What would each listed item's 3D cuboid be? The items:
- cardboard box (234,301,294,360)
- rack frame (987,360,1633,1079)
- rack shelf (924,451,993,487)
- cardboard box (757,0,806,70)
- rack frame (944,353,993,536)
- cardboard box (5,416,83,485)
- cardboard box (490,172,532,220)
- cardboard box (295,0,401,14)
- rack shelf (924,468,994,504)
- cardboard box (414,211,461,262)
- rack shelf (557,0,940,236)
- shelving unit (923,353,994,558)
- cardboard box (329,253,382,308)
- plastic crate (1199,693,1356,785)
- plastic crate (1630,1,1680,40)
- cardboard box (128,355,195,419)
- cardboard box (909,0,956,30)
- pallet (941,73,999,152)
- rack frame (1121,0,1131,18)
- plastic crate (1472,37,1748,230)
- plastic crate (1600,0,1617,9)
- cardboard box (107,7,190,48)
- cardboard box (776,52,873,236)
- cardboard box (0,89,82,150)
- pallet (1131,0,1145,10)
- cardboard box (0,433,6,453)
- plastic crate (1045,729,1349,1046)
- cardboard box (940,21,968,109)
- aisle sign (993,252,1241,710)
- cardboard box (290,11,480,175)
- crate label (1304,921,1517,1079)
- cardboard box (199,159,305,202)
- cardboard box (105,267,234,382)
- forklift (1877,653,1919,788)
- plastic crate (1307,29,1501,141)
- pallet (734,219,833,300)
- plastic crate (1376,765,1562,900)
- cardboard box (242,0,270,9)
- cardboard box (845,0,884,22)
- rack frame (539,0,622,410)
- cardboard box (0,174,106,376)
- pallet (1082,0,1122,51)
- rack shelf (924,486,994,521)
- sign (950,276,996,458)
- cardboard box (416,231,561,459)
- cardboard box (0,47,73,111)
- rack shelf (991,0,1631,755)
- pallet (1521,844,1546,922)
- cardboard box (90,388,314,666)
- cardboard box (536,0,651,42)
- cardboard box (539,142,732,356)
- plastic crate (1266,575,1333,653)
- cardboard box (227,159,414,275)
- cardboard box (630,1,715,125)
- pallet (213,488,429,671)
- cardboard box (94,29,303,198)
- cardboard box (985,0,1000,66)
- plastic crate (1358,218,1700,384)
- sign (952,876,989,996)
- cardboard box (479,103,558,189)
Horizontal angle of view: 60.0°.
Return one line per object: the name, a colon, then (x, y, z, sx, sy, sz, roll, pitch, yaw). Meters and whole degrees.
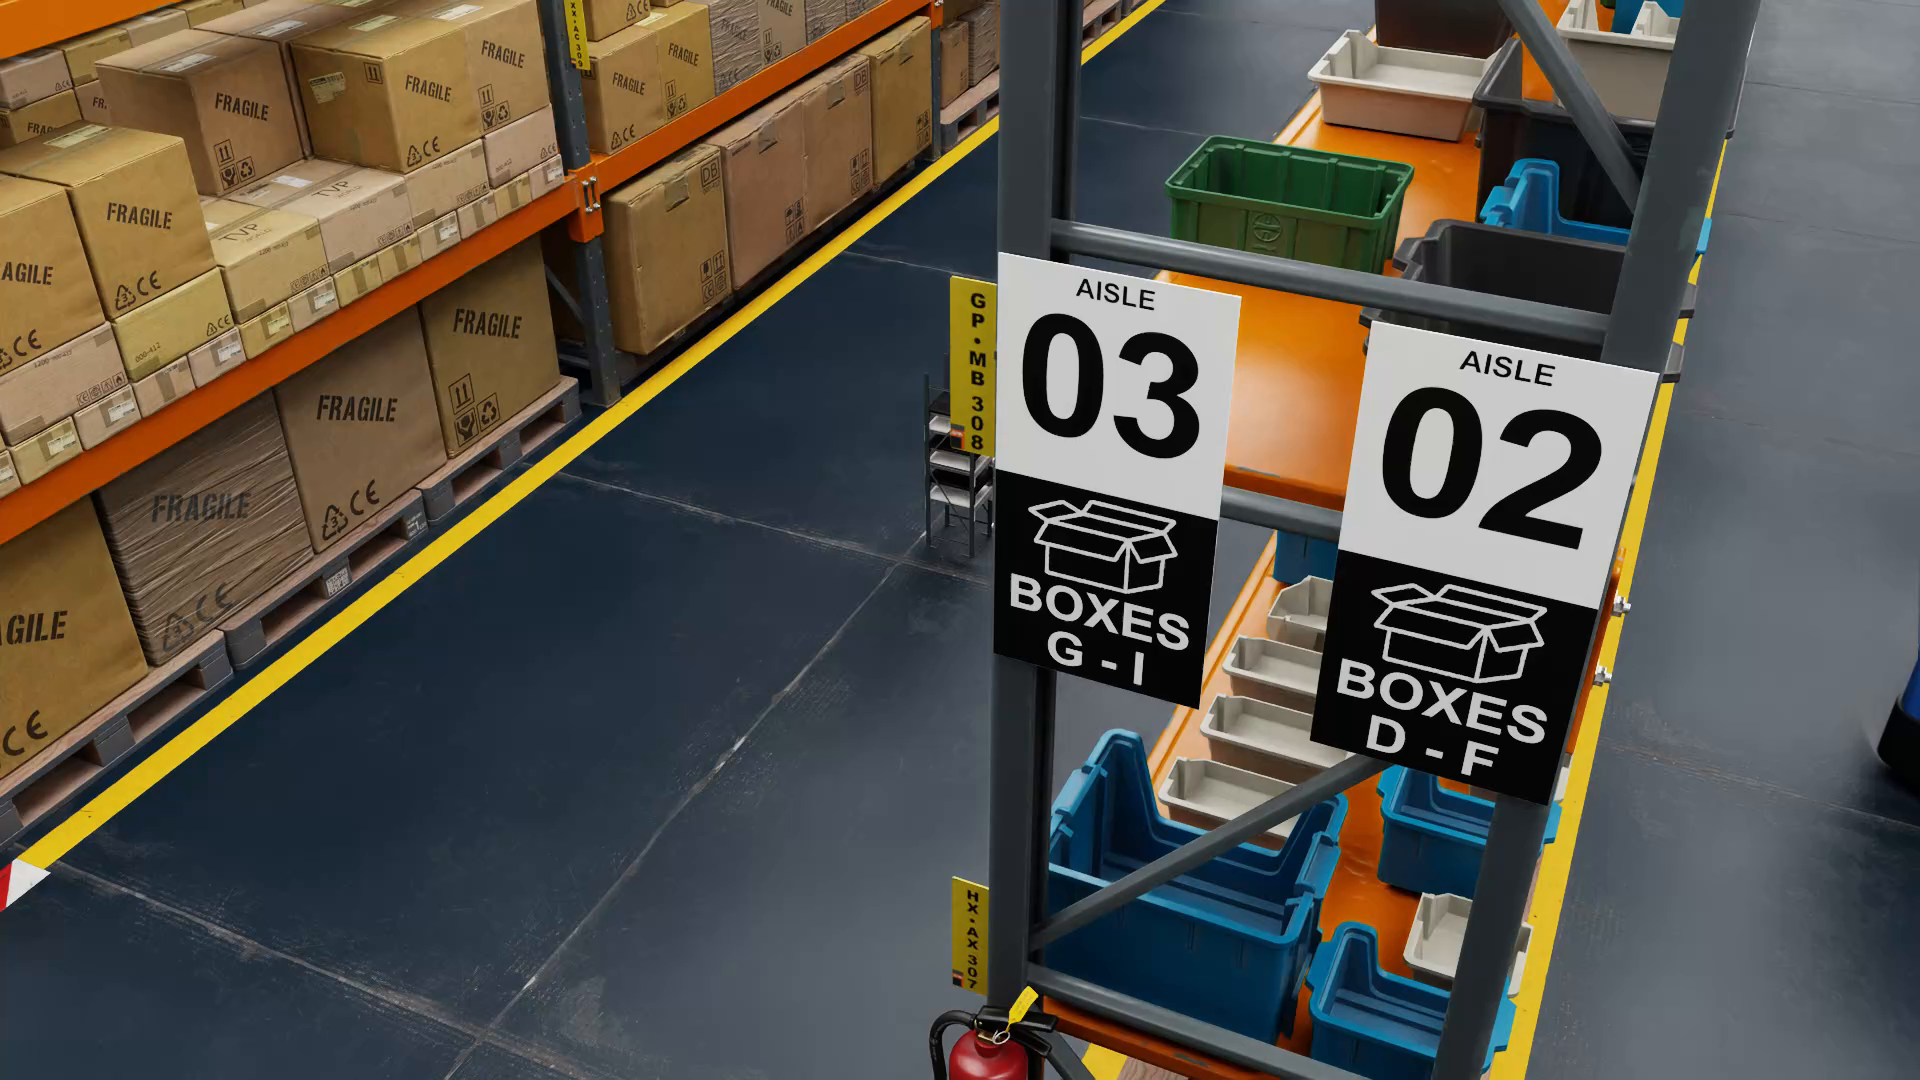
cardboard box: (-2.872, -0.858, 6.552, 0.380, 0.149, 0.250, 13, 36, 19)
rack frame: (0.536, 1.041, 3.427, 1.000, 3.000, 0.127, 14, 36, 20)
rack shelf: (-0.003, -0.344, 7.515, 0.258, 0.077, 0.200, 14, 36, 20)
cardboard box: (-1.239, -3.060, 9.589, 0.500, 0.500, 0.500, 15, 36, 21)
rack frame: (0.039, -0.423, 7.574, 0.240, 0.900, 0.006, 14, 36, 20)
cardboard box: (-3.301, -0.347, 5.773, 0.380, 0.149, 0.250, 13, 36, 19)
cardboard box: (-2.226, -1.627, 7.725, 0.380, 0.149, 0.250, 15, 36, 21)
cardboard box: (-2.721, -2.283, 7.678, 0.500, 0.500, 0.500, 14, 36, 20)
rack shelf: (-0.003, -0.269, 7.565, 0.258, 0.077, 0.200, 14, 36, 20)
cardboard box: (-2.441, -1.372, 7.335, 0.380, 0.149, 0.250, 15, 36, 21)
rack shelf: (-1.452, -2.783, 9.915, 1.077, 0.370, 4.000, 14, 36, 20)
shelving unit: (-0.003, -0.372, 7.497, 0.258, 0.900, 0.210, 14, 36, 20)
cardboard box: (-2.656, -1.116, 6.945, 0.380, 0.149, 0.250, 14, 36, 20)
plastic crate: (0.847, 0.537, 4.381, 0.396, 0.136, 0.243, 14, 36, 20)
plastic crate: (2.023, -1.375, 4.616, 0.293, 0.136, 0.466, 14, 36, 20)
cardboard box: (-3.086, -0.604, 6.164, 0.380, 0.149, 0.250, 13, 36, 20)
cardboard box: (-0.362, -3.873, 12.115, 0.500, 0.250, 0.500, 16, 36, 22)
pallet: (-0.287, -3.303, 12.594, 1.003, 0.211, 1.213, 14, 36, 20)
rack frame: (1.058, -6.072, 14.275, 1.000, 3.000, 0.127, 14, 36, 20)
plastic crate: (1.425, -0.886, 3.686, 0.504, 0.338, 0.767, 14, 36, 20)
plastic crate: (2.307, -1.837, 5.274, 0.450, 0.188, 0.662, 14, 36, 20)
cardboard box: (-5.764, -3.546, 11.635, 0.500, 0.250, 0.500, 16, 36, 22)
cardboard box: (-1.303, -2.586, 10.513, 1.225, 0.875, 0.875, 14, 36, 21)
cardboard box: (-6.201, -2.713, 11.049, 0.500, 0.500, 0.500, 16, 36, 22)
pallet: (1.307, -5.249, 15.562, 1.003, 0.211, 1.213, 14, 36, 20)
cardboard box: (-3.516, -0.334, 5.390, 0.500, 0.250, 0.500, 13, 36, 19)
plastic crate: (0.507, 0.791, 3.721, 0.616, 0.435, 0.499, 14, 36, 20)
cardboard box: (-0.353, -3.557, 12.317, 0.700, 0.500, 0.500, 12, 35, 18)
aisle sign: (0.240, -0.078, 2.762, 0.394, 0.787, 0.004, 14, 36, 20)
cardboard box: (-2.452, -1.924, 7.130, 0.500, 0.500, 0.500, 15, 36, 21)
crate label: (0.939, 1.038, 3.529, 0.416, 0.233, 0.303, 14, 36, 20)
cardboard box: (-3.147, -1.470, 7.121, 0.500, 0.250, 0.500, 15, 36, 22)
cardboard box: (-3.091, -0.844, 6.167, 0.500, 0.250, 0.500, 13, 35, 19)
forklift: (5.077, -0.438, 5.745, 3.031, 2.935, 1.130, -14, 36, -20)
plastic crate: (1.175, -1.189, 4.333, 0.437, 0.136, 0.530, 14, 36, 20)
pallet: (-1.525, -1.933, 10.505, 1.003, 0.211, 1.213, 14, 36, 20)
plastic crate: (1.214, 0.710, 4.029, 0.416, 0.233, 0.300, 14, 36, 20)
cardboard box: (-5.327, -4.057, 12.415, 0.500, 0.250, 0.500, 15, 36, 21)
cardboard box: (-0.811, -3.572, 10.371, 0.500, 0.500, 0.500, 14, 36, 20)
rack frame: (-2.289, -2.088, 8.198, 1.000, 3.000, 0.127, 14, 36, 20)
cardboard box: (-3.307, -0.897, 5.564, 0.500, 0.500, 0.500, 13, 36, 19)
pallet: (0.734, -4.518, 14.448, 1.003, 0.211, 1.213, 14, 36, 20)
rack shelf: (-0.003, -0.194, 7.614, 0.258, 0.077, 0.200, 14, 36, 20)
sign: (0.030, -0.288, 2.814, 0.100, 0.325, 0.005, 14, 36, 20)
cardboard box: (-2.638, -1.064, 8.193, 0.875, 0.875, 0.875, 14, 36, 20)
cardboard box: (-6.202, -3.027, 10.844, 0.500, 0.250, 0.500, 13, 35, 18)
rack shelf: (1.373, -0.909, 4.321, 1.077, 0.370, 4.000, 14, 36, 20)
pallet: (1.428, 1.200, 5.728, 1.003, 0.211, 1.213, 14, 36, 20)
cardboard box: (-3.386, -0.173, 6.833, 0.875, 0.875, 0.875, 14, 36, 20)
cardboard box: (-2.029, -2.869, 8.384, 0.797, 0.503, 0.637, 13, 36, 19)
cardboard box: (-2.039, -1.698, 9.159, 1.225, 0.875, 0.875, 14, 36, 21)
plastic crate: (1.049, 0.241, 4.832, 0.298, 0.136, 0.250, 14, 36, 20)
cardboard box: (-2.663, -1.357, 6.949, 0.500, 0.250, 0.500, 15, 36, 21)
cardboard box: (-1.660, -2.552, 8.815, 0.500, 0.500, 0.500, 14, 36, 21)
pallet: (-3.187, 0.049, 7.483, 1.003, 0.211, 1.213, 14, 36, 20)
cardboard box: (-3.148, -1.779, 6.910, 0.500, 0.500, 0.500, 13, 35, 19)
cardboard box: (0.098, -4.120, 13.176, 0.700, 0.500, 0.500, 17, 37, 24)
plastic crate: (0.951, -0.287, 2.836, 0.497, 0.269, 0.590, 14, 36, 20)
sign: (0.030, 0.854, 3.563, 0.100, 0.325, 0.005, 14, 36, 20)
cardboard box: (-2.235, -1.869, 7.731, 0.500, 0.250, 0.500, 14, 36, 20)
